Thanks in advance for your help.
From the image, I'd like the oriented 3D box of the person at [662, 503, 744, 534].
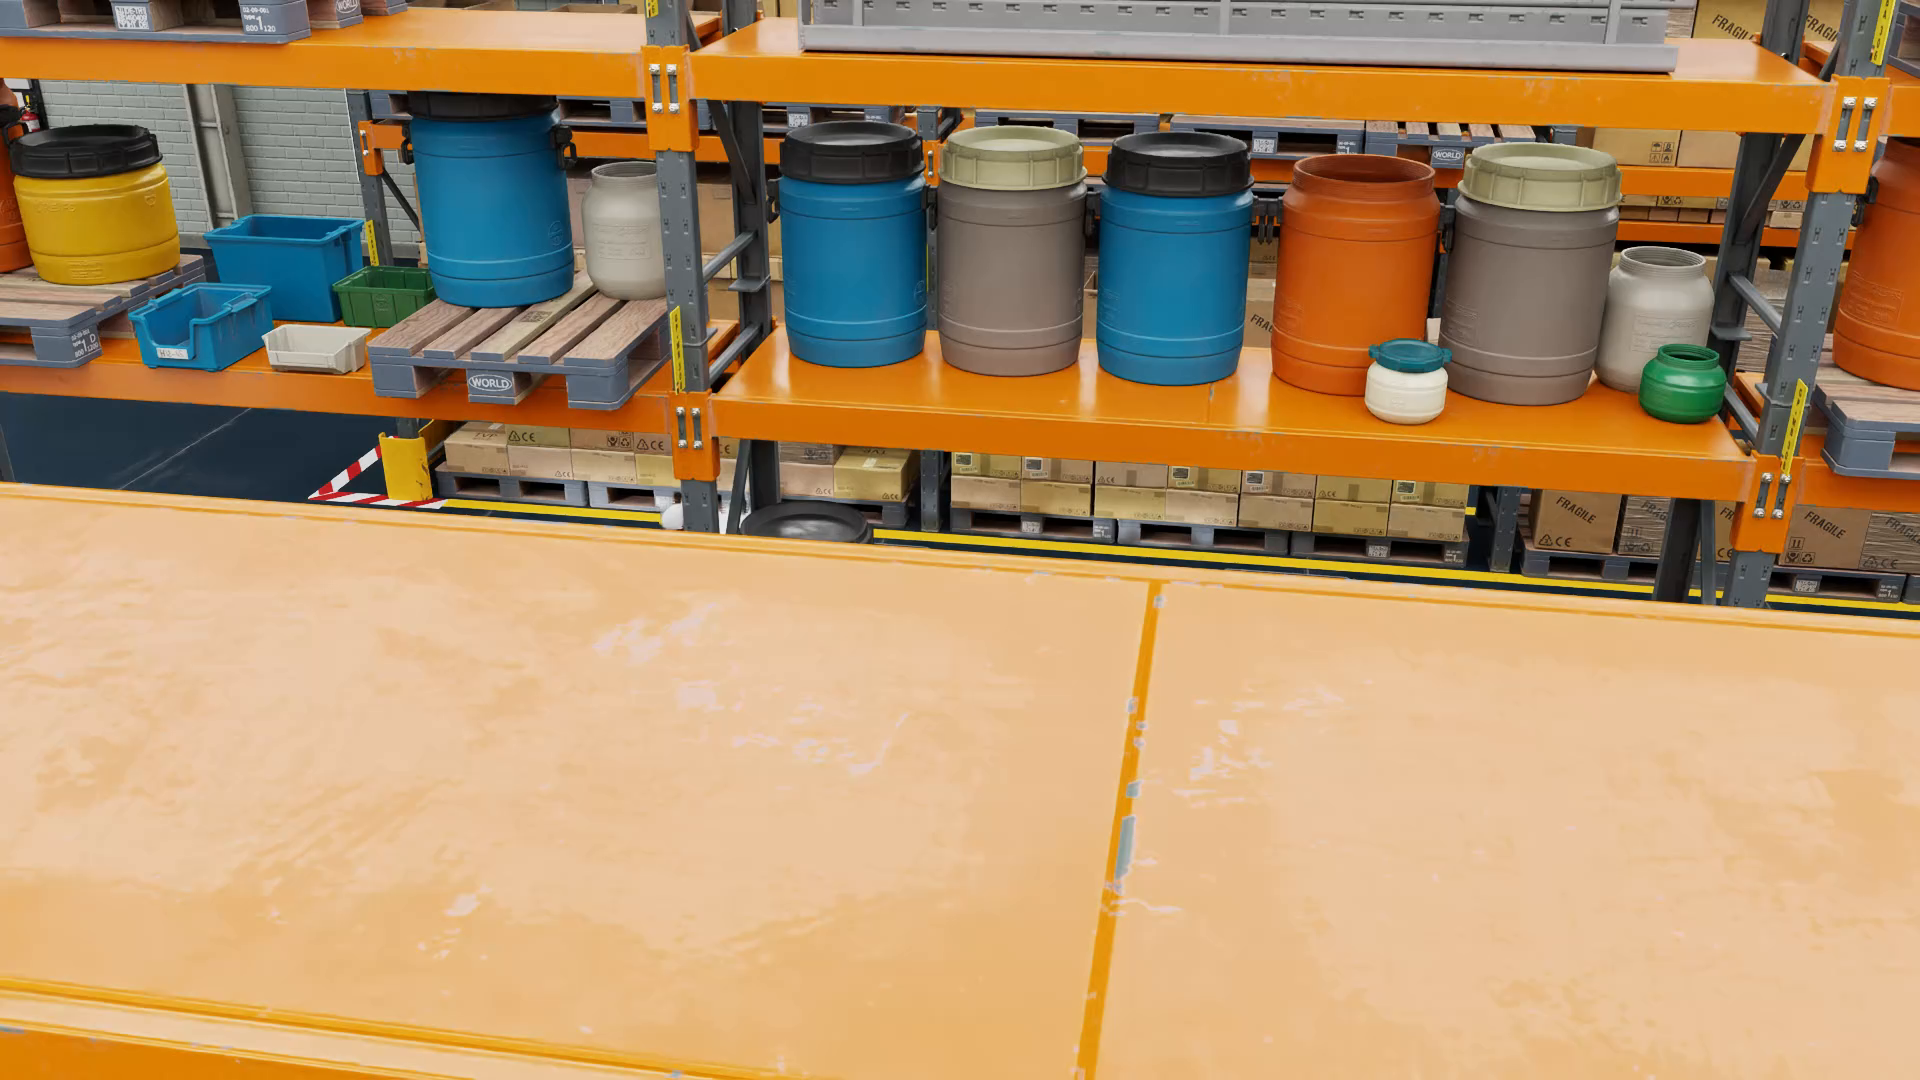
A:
[{"bbox_3d":[-1.373,0.271,10.148,0.903,1.037,0.572,4,25,8],"label":"person"}]
